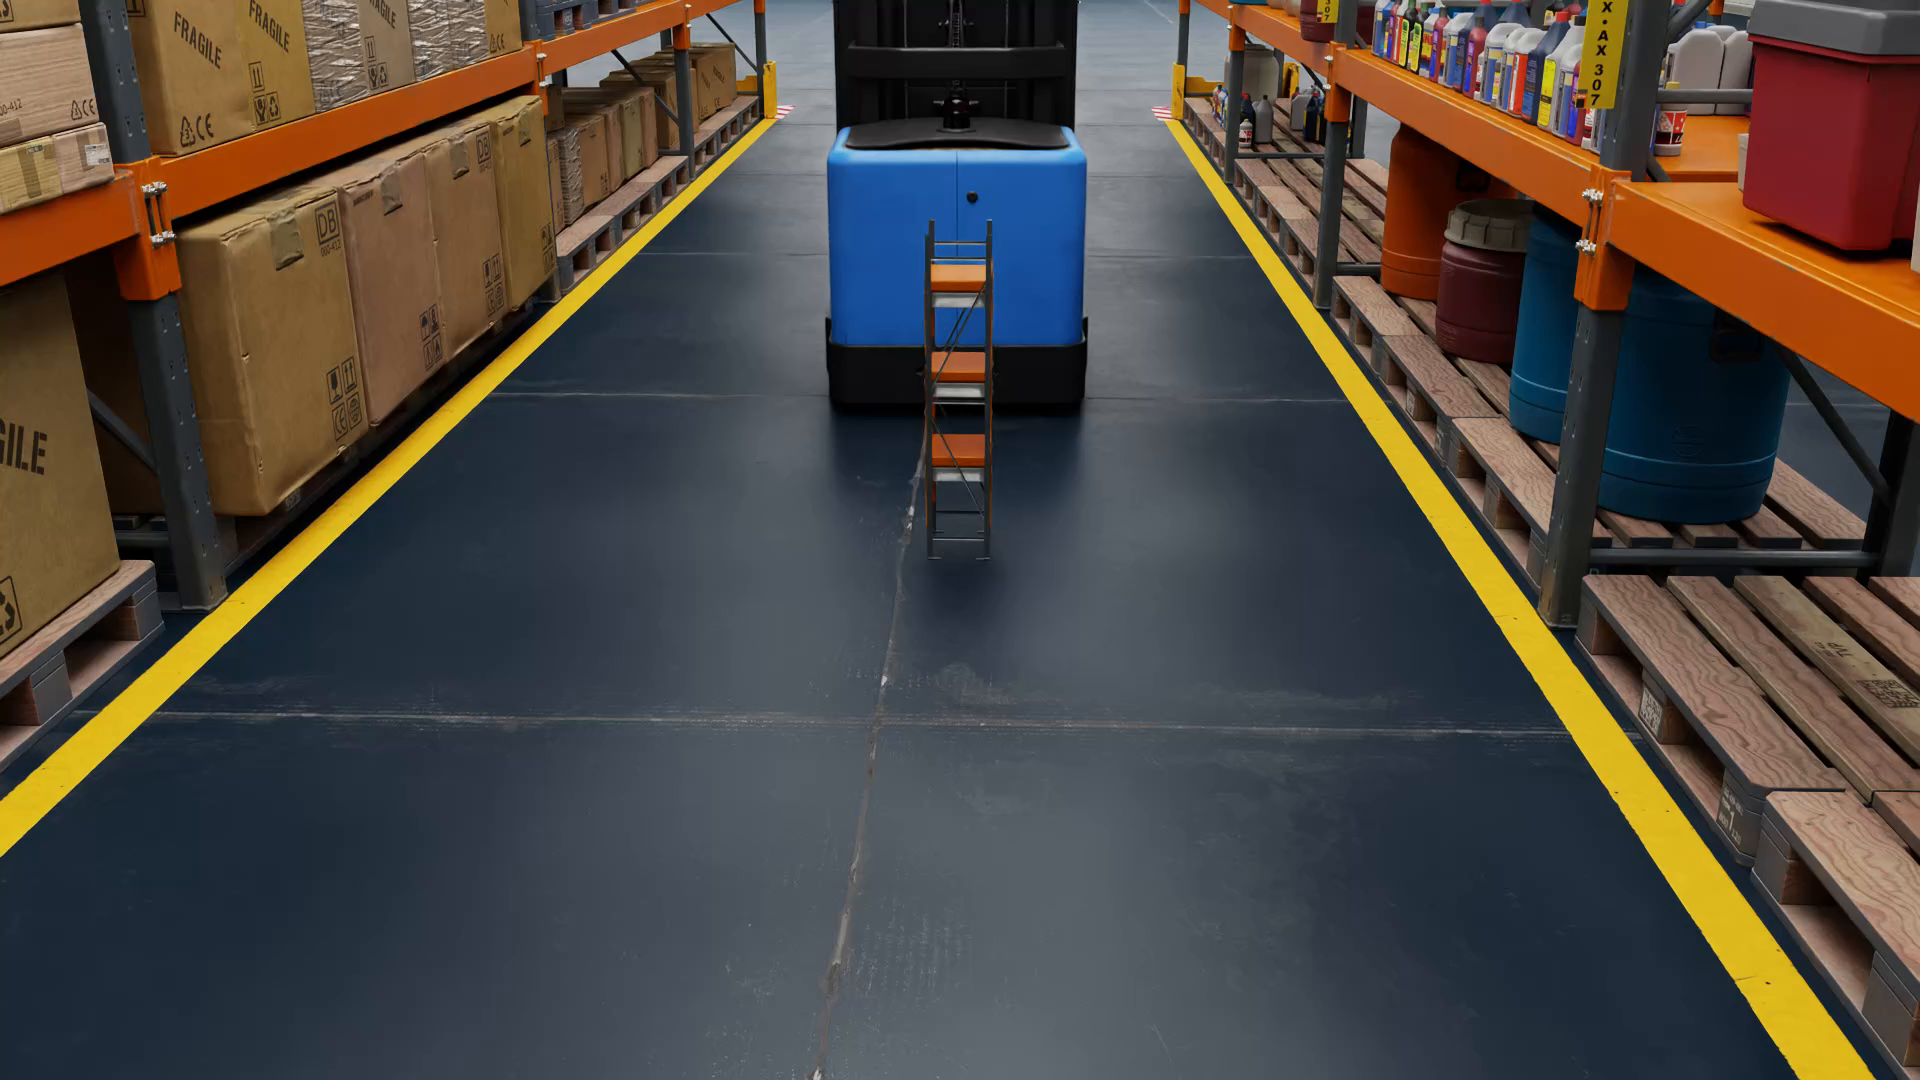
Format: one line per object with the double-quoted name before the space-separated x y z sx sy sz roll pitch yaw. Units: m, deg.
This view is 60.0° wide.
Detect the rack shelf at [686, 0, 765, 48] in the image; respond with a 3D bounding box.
"rack shelf" -2.428 -4.486 13.938 1.077 0.370 4.000 1 21 2

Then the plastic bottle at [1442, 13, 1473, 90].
"plastic bottle" 1.961 -1.885 6.412 0.152 0.276 0.135 1 21 2

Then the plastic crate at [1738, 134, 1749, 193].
"plastic crate" 2.061 -0.889 3.956 0.396 0.136 0.243 1 21 2

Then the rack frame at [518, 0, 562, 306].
"rack frame" -2.611 -2.652 8.216 1.000 3.000 0.127 1 21 2

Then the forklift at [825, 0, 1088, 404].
"forklift" -0.022 -2.402 7.668 1.130 2.935 3.031 0 21 0

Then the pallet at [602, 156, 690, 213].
"pallet" -2.511 -2.516 11.723 1.003 0.211 1.213 1 21 2

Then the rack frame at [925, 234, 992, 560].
"rack frame" -0.005 -0.426 5.175 0.200 1.050 0.008 1 21 2

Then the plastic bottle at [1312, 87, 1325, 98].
"plastic bottle" 2.920 -3.523 13.515 0.144 0.351 0.185 0 21 1

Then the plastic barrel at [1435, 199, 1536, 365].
"plastic barrel" 2.308 -1.083 6.928 0.600 0.588 0.708 1 21 2

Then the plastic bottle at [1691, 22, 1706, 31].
"plastic bottle" 2.682 -1.750 6.069 0.097 0.271 0.097 0 21 0

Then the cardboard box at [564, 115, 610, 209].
"cardboard box" -2.596 -2.340 10.260 0.700 0.500 0.500 2 21 6

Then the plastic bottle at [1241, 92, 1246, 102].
"plastic bottle" 2.199 -3.319 12.990 0.144 0.351 0.185 0 21 -1

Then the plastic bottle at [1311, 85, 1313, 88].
"plastic bottle" 2.980 -3.717 14.109 0.061 0.283 0.133 1 21 3

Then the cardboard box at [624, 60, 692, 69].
"cardboard box" -2.487 -3.705 13.806 0.500 0.500 0.500 -1 21 -3

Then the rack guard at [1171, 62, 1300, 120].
"rack guard" 2.628 -4.296 15.911 1.175 0.500 0.348 1 21 2

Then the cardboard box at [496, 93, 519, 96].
"cardboard box" -2.620 -2.284 9.079 0.500 0.250 0.500 1 21 4

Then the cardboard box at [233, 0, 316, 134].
"cardboard box" -2.454 -1.597 5.361 0.500 0.500 0.500 1 21 2

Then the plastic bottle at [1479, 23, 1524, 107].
"plastic bottle" 1.945 -1.686 5.899 0.152 0.276 0.135 1 21 2

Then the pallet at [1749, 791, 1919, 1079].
"pallet" 2.200 0.858 3.027 1.003 0.211 1.213 1 21 2

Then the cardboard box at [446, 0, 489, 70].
"cardboard box" -2.399 -2.337 7.267 0.500 0.500 0.500 0 21 1

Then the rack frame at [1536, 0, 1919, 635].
"rack frame" 2.218 -1.151 4.349 1.000 3.000 0.127 1 21 2

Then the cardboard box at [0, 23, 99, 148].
"cardboard box" -2.483 -1.112 4.043 0.500 0.250 0.500 0 21 1

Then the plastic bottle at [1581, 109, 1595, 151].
"plastic bottle" 1.883 -1.247 4.870 0.097 0.201 0.097 0 21 0

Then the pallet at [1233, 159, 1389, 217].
"pallet" 2.476 -2.459 11.575 1.003 0.211 1.213 1 21 2

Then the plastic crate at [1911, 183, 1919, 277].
"plastic crate" 1.988 -0.574 2.941 0.437 0.282 0.530 1 21 2

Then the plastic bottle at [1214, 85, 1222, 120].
"plastic bottle" 2.191 -3.695 14.051 0.061 0.283 0.133 1 21 3

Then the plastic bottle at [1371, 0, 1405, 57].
"plastic bottle" 2.004 -2.387 7.704 0.152 0.276 0.135 1 21 2

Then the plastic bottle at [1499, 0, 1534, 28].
"plastic bottle" 2.109 -1.909 6.371 0.144 0.351 0.185 1 21 2

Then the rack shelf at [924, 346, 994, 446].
"rack shelf" -0.002 -0.460 5.293 0.215 0.259 0.240 1 21 2

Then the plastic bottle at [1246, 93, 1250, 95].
"plastic bottle" 2.324 -3.462 13.452 0.061 0.283 0.133 1 21 2

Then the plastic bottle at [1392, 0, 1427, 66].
"plastic bottle" 1.990 -2.219 7.273 0.152 0.276 0.135 1 21 2

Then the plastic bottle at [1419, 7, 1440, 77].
"plastic bottle" 1.948 -2.044 6.827 0.097 0.271 0.097 0 21 0

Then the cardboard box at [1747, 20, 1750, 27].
"cardboard box" 7.282 -4.325 14.713 0.500 0.500 0.500 1 21 2

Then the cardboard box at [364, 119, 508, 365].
"cardboard box" -2.687 -1.285 7.052 1.225 0.875 0.875 1 21 2

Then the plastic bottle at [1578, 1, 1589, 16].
"plastic bottle" 2.719 -2.191 7.207 0.097 0.271 0.097 0 21 0

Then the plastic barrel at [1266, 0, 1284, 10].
"plastic barrel" 2.213 -3.763 10.893 0.433 0.535 0.433 0 21 0

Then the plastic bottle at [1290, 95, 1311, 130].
"plastic bottle" 2.771 -3.481 13.510 0.152 0.276 0.135 1 21 2

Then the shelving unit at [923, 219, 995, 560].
"shelving unit" -0.002 -0.470 5.289 0.215 1.050 0.252 1 21 2

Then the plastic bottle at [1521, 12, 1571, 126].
"plastic bottle" 1.925 -1.531 5.396 0.144 0.351 0.185 1 21 2

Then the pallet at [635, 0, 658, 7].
"pallet" -2.658 -3.734 11.270 1.003 0.211 1.213 1 21 2

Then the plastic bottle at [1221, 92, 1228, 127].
"plastic bottle" 2.197 -3.537 13.663 0.097 0.271 0.097 0 21 0

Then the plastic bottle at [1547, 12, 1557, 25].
"plastic bottle" 2.732 -2.312 7.616 0.097 0.201 0.097 0 21 0

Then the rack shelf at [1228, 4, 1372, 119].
"rack shelf" 2.401 -2.985 10.070 1.077 0.370 4.000 1 21 2

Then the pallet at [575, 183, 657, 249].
"pallet" -2.546 -2.074 10.583 1.003 0.211 1.213 1 21 2

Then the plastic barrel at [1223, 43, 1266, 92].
"plastic barrel" 2.640 -4.287 15.289 0.421 0.512 0.421 0 21 0

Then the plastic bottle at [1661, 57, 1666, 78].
"plastic bottle" 2.523 -1.635 5.870 0.097 0.201 0.097 0 21 0

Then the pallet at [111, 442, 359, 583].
"pallet" -2.784 -0.185 5.715 1.003 0.211 1.213 1 21 2
